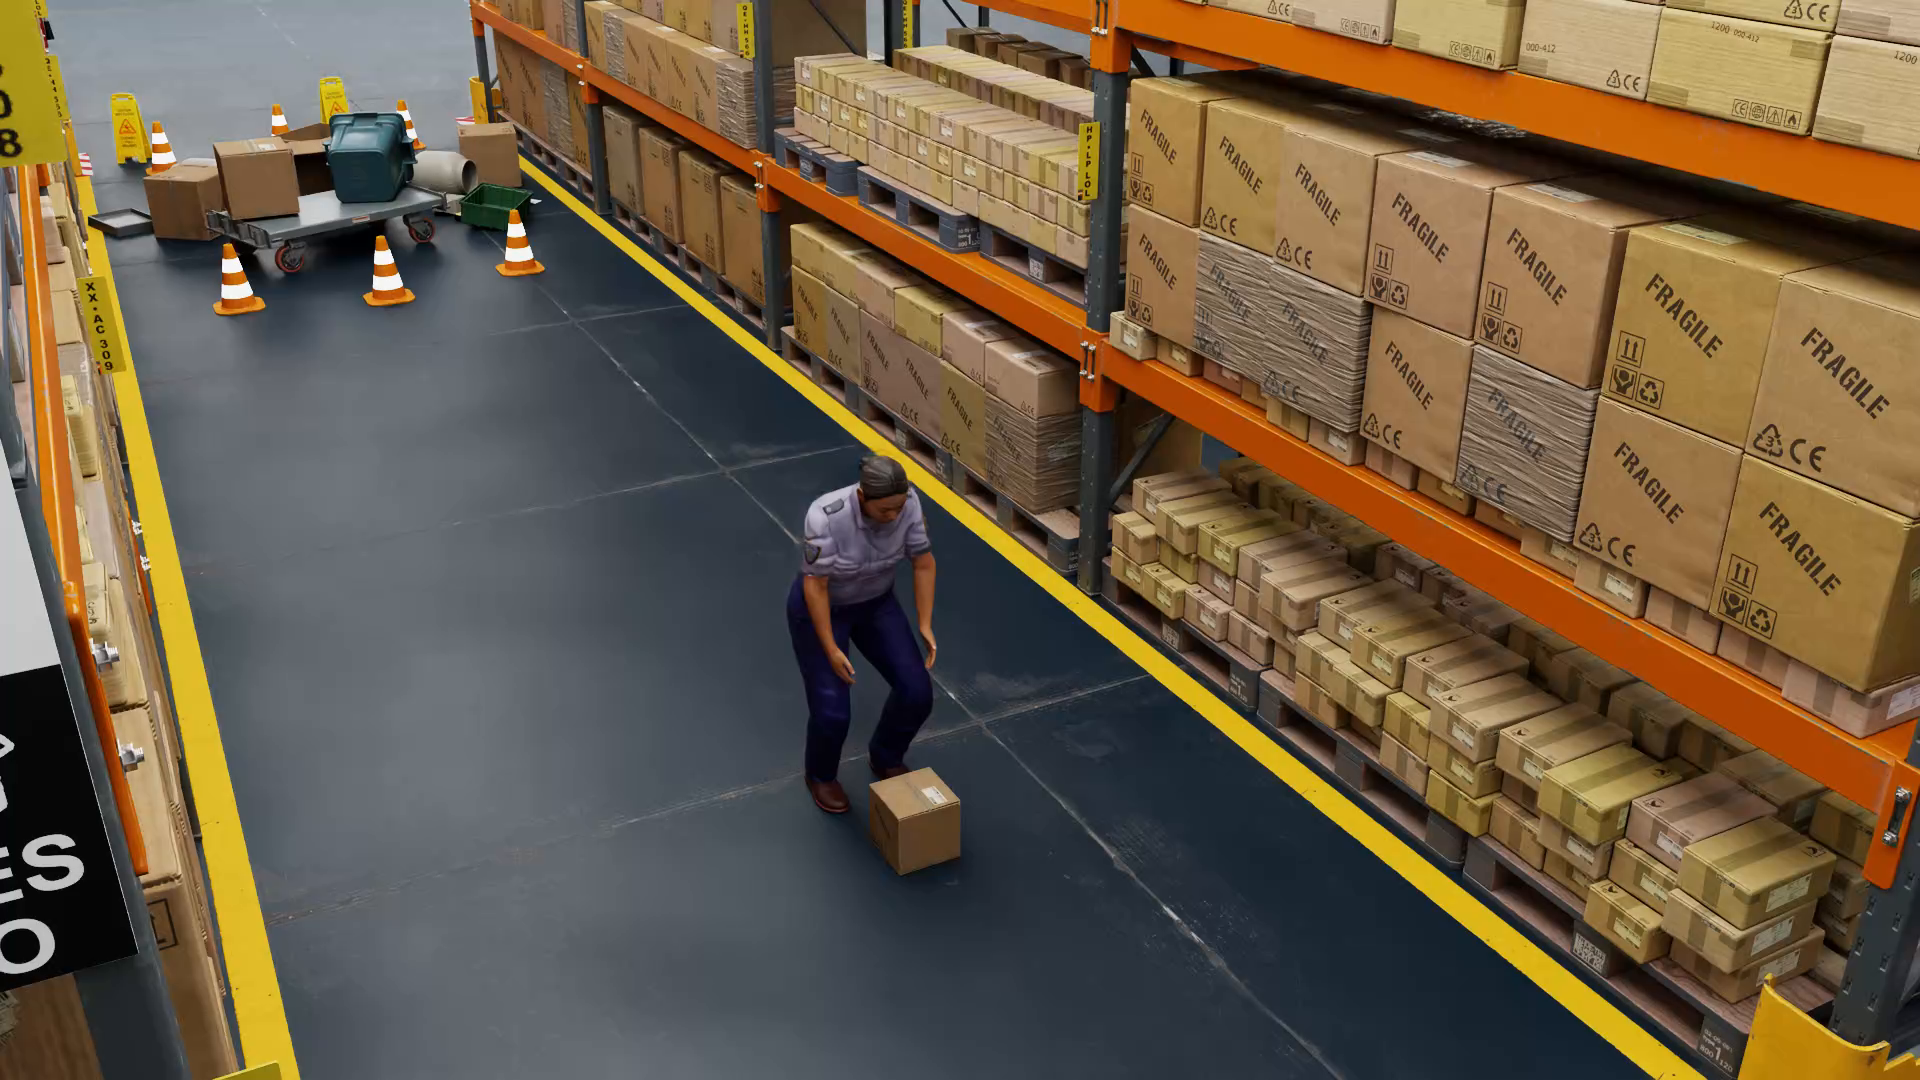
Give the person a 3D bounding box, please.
[{"bbox_3d":[-0.357,0.307,6.212,0.528,1.469,0.573,-13,28,-25],"label":"person"}]
